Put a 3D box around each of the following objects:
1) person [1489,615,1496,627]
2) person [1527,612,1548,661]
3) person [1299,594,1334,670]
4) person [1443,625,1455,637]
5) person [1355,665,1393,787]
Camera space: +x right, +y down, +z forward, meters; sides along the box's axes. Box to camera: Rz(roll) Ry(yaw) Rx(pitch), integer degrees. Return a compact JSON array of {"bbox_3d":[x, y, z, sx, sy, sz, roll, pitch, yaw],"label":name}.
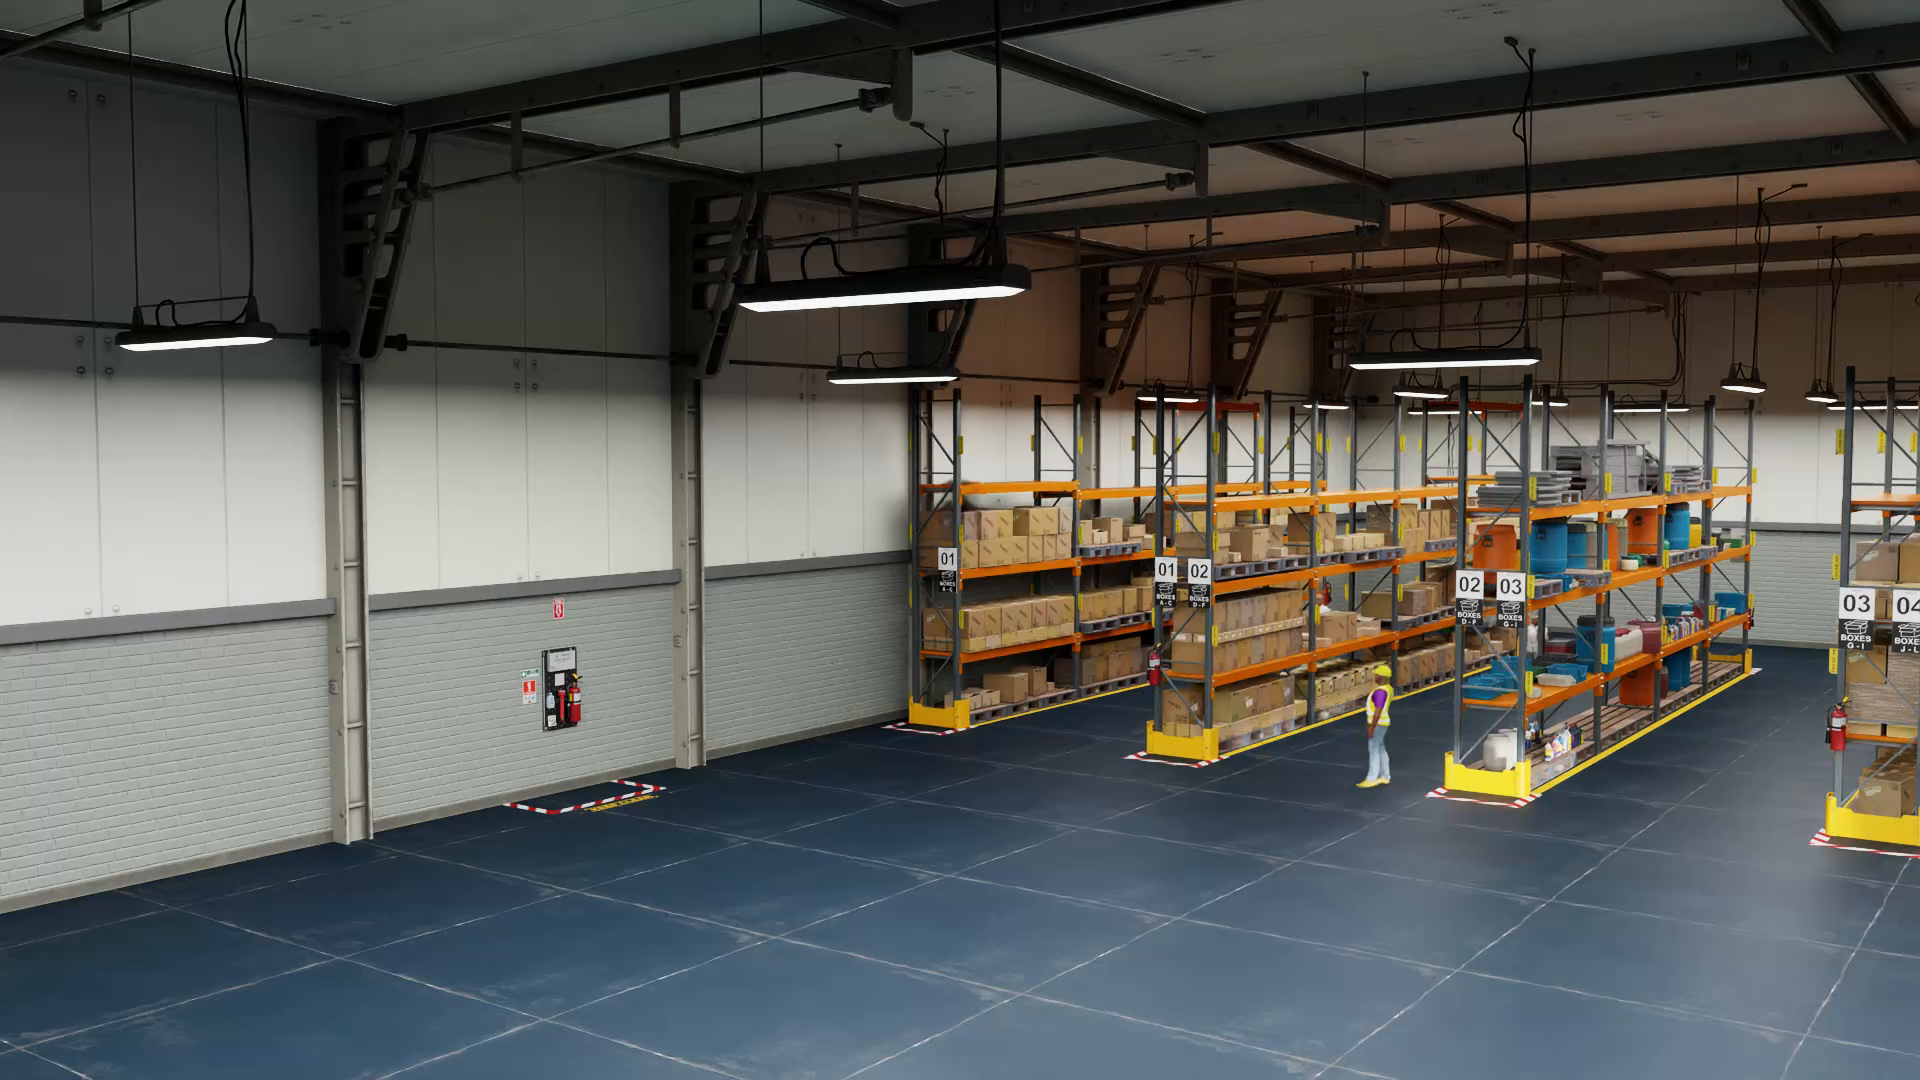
[{"bbox_3d":[13.825,1.737,42.832,0.468,1.684,0.364,1,3,14],"label":"person"},{"bbox_3d":[11.599,2.264,33.540,0.526,1.636,0.939,2,4,30],"label":"person"},{"bbox_3d":[7.816,2.050,36.426,1.112,1.726,0.648,-3,4,-39],"label":"person"},{"bbox_3d":[12.092,1.769,41.038,0.638,1.802,0.367,-2,4,-37],"label":"person"},{"bbox_3d":[6.102,2.733,24.489,0.574,1.783,0.594,0,3,5],"label":"person"}]
